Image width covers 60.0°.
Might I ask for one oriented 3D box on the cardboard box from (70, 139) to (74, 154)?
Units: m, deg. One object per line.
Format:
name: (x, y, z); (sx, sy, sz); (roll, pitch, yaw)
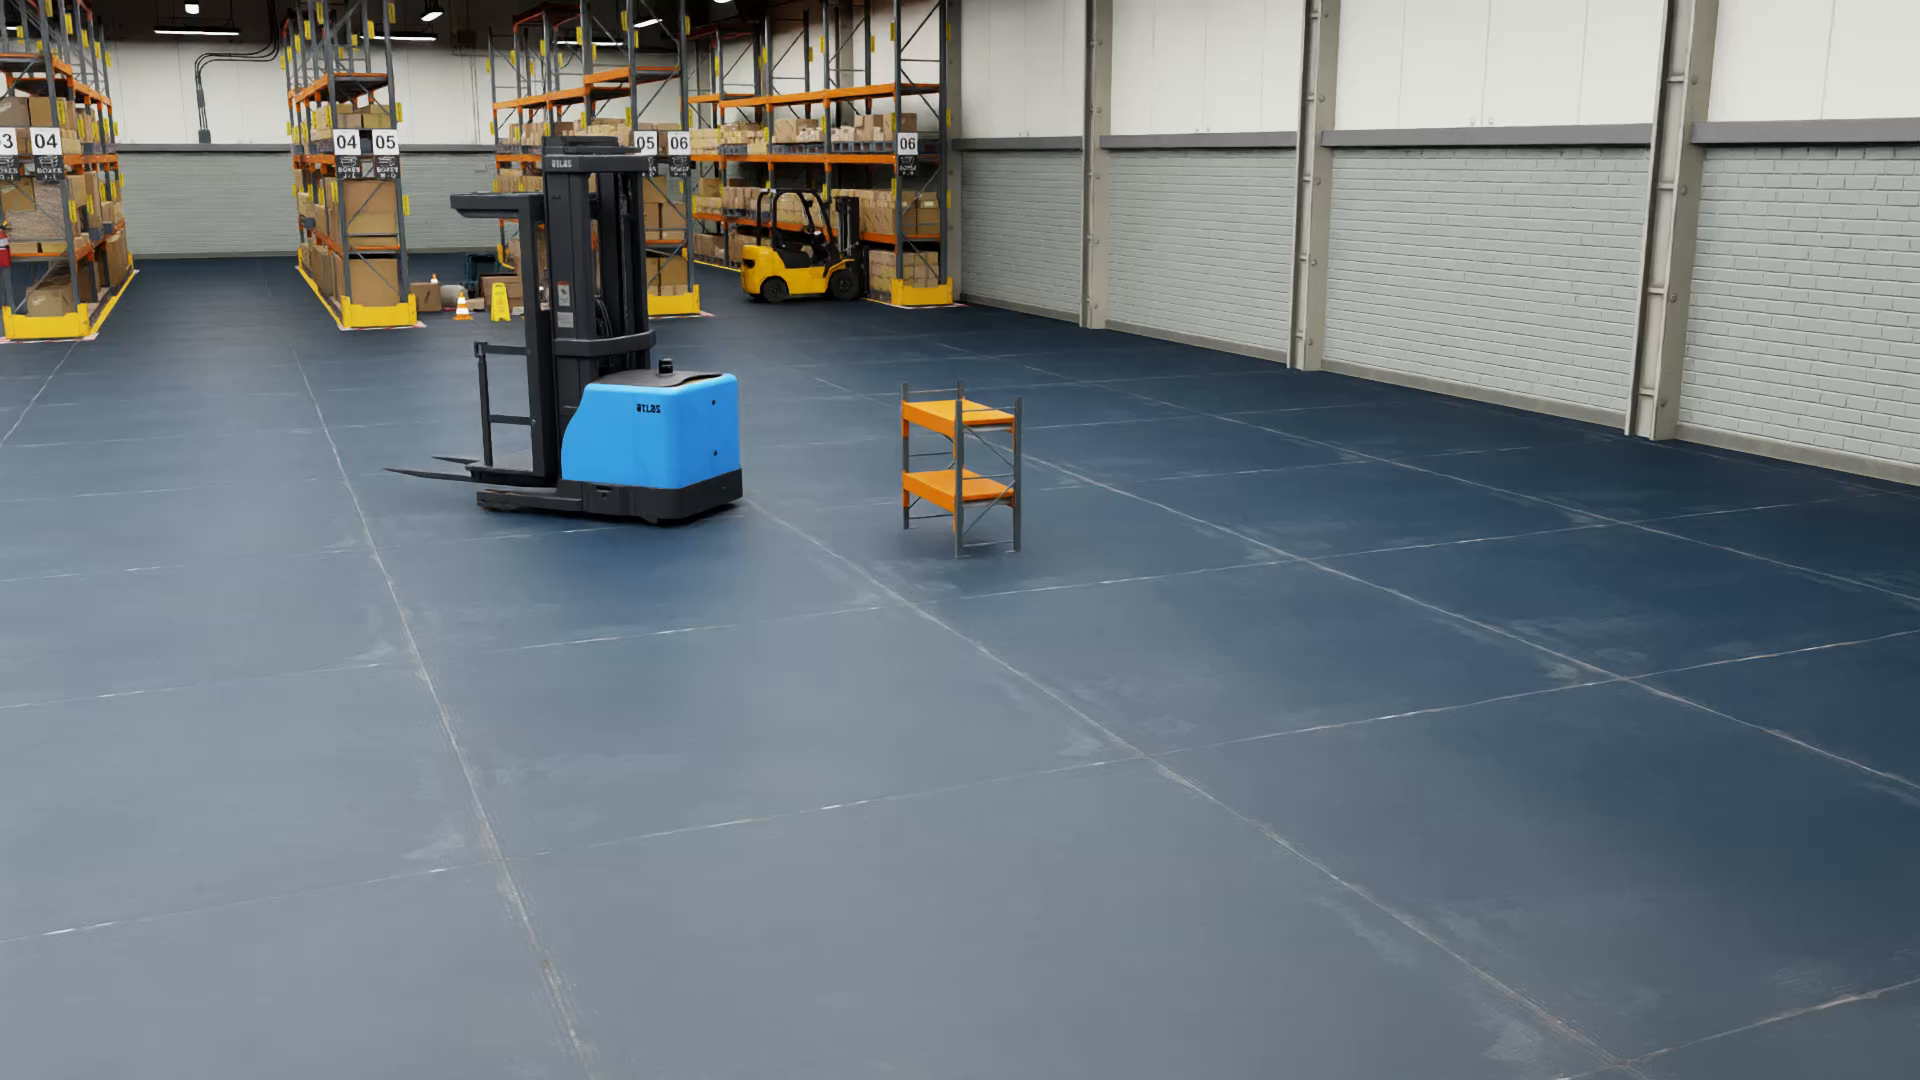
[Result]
cardboard box: (-14.941, -6.490, 27.438); (0.500, 0.250, 0.500); (-5, 14, -21)

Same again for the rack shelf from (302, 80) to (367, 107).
rack shelf: (-12.183, -8.707, 32.516); (1.077, 0.370, 4.000); (-6, 14, -23)

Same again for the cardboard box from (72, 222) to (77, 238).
cardboard box: (-15.220, -5.277, 27.635); (0.875, 0.500, 0.500); (-6, 14, -23)

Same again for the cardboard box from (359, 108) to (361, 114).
cardboard box: (-10.438, -7.590, 29.493); (0.380, 0.149, 0.250); (-6, 14, -24)

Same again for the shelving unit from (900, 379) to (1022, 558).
shelving unit: (-0.003, -0.549, 12.249); (0.538, 1.125, 1.048); (-6, 14, -23)

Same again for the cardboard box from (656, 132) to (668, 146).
cardboard box: (-5.241, -7.219, 29.930); (0.500, 0.250, 0.500); (-6, 14, -24)

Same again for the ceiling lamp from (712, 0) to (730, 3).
ceiling lamp: (-4.298, -12.373, 32.927); (0.800, 3.185, 2.000); (-6, 14, -23)

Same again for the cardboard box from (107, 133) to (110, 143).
cardboard box: (-20.516, -9.629, 39.296); (0.700, 0.500, 0.500); (-7, 15, -26)

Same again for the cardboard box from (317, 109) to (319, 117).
cardboard box: (-11.343, -7.686, 29.911); (0.380, 0.149, 0.250); (-6, 14, -23)

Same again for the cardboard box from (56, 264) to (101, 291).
cardboard box: (-17.048, -5.062, 32.158); (0.700, 0.500, 0.500); (-7, 15, -28)

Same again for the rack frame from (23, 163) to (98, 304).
rack frame: (-15.967, -5.489, 29.435); (1.000, 3.000, 0.127); (-6, 14, -23)

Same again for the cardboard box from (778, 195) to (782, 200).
cardboard box: (-3.976, -7.877, 38.092); (0.380, 0.149, 0.250); (-5, 14, -22)

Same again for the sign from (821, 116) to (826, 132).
sign: (-2.833, -8.649, 34.591); (0.100, 0.325, 0.005); (-6, 14, -23)

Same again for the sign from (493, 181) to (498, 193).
sign: (-12.204, -9.275, 43.697); (0.100, 0.325, 0.005); (-6, 14, -23)

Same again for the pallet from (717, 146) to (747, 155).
pallet: (-5.348, -9.715, 41.458); (1.213, 0.211, 1.003); (-6, 14, -23)

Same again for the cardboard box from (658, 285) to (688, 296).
cardboard box: (-5.354, -4.615, 30.823); (0.500, 0.250, 0.500); (-6, 14, -23)

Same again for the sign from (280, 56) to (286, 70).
sign: (-16.686, -11.763, 40.990); (0.100, 0.325, 0.005); (-6, 14, -23)

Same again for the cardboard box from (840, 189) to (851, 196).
cardboard box: (-2.280, -7.206, 34.533); (0.380, 0.149, 0.250); (-5, 14, -22)

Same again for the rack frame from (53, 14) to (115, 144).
rack frame: (-20.774, -10.891, 39.471); (1.000, 3.000, 0.127); (-6, 14, -23)

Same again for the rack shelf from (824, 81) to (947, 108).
rack shelf: (-1.539, -8.798, 32.907); (1.077, 0.370, 4.000); (-6, 14, -23)

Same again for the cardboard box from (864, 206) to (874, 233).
cardboard box: (-1.580, -6.348, 32.922); (0.500, 0.500, 0.500); (-6, 14, -24)

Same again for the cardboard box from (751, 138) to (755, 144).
cardboard box: (-4.796, -9.562, 39.829); (0.380, 0.149, 0.250); (-5, 14, -21)

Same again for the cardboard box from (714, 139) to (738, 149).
cardboard box: (-5.967, -10.097, 42.362); (0.500, 0.250, 0.500); (-6, 14, -23)

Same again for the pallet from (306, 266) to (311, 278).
pallet: (-14.888, -6.346, 39.322); (1.003, 0.211, 1.213); (-6, 14, -23)

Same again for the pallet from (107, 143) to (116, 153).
pallet: (-20.467, -9.234, 39.161); (1.003, 0.211, 1.213); (-6, 14, -23)

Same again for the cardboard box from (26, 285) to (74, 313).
cardboard box: (-14.870, -3.901, 27.183); (0.500, 0.500, 0.500); (-2, 13, -8)

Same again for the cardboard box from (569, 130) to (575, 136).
cardboard box: (-7.852, -8.410, 35.173); (0.797, 0.503, 0.637); (-6, 14, -23)

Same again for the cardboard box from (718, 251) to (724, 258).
cardboard box: (-6.037, -7.391, 43.041); (0.380, 0.149, 0.250); (-6, 14, -25)

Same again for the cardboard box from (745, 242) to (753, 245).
cardboard box: (-4.937, -7.032, 40.715); (0.500, 0.500, 0.500); (-6, 14, -25)

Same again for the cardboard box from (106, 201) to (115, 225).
cardboard box: (-18.734, -7.119, 36.254); (0.500, 0.500, 0.500); (-6, 14, -23)

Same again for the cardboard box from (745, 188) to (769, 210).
cardboard box: (-4.766, -8.235, 40.140); (0.797, 0.503, 0.637); (-6, 14, -24)

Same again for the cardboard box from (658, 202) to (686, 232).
cardboard box: (-5.220, -5.875, 30.218); (0.500, 0.500, 0.500); (-6, 14, -24)

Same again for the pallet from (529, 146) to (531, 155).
pallet: (-9.679, -9.220, 39.328); (0.805, 0.209, 1.217); (-6, 14, -25)

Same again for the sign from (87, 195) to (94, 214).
sign: (-15.473, -5.962, 29.556); (0.100, 0.325, 0.005); (-6, 14, -23)

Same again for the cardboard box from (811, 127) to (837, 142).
cardboard box: (-2.853, -8.632, 35.407); (0.500, 0.311, 0.500); (-6, 14, -25)

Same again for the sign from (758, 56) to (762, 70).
sign: (-5.038, -11.993, 41.806); (0.100, 0.325, 0.005); (-6, 14, -23)

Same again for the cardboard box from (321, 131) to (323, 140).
cardboard box: (-11.138, -7.193, 29.547); (0.380, 0.149, 0.250); (-6, 14, -24)

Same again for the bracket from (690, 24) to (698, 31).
bracket: (-7.560, -14.510, 47.122); (0.235, 0.232, 0.430); (-6, 14, -23)

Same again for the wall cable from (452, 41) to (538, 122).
wall cable: (-13.540, -13.003, 48.597); (2.355, 3.000, 0.029); (-6, 14, -23)

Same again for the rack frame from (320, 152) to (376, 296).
rack frame: (-11.381, -5.916, 31.280); (1.000, 3.000, 0.127); (-6, 14, -23)

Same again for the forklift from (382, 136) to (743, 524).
forklift: (-3.340, -1.749, 13.426); (3.031, 2.935, 1.130); (5, 14, 22)

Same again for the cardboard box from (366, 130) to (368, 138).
cardboard box: (-10.028, -6.991, 28.674); (0.380, 0.149, 0.250); (-6, 14, -23)

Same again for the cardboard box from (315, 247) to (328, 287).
cardboard box: (-12.469, -5.537, 33.700); (1.050, 0.750, 0.750); (-5, 14, -22)

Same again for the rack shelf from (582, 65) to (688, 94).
rack shelf: (-6.085, -8.542, 30.922); (1.077, 0.370, 4.000); (-6, 14, -23)

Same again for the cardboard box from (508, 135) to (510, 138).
cardboard box: (-11.431, -10.420, 43.268); (0.500, 0.250, 0.500); (-7, 15, -28)

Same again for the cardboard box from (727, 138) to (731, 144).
cardboard box: (-5.503, -9.821, 40.902); (0.380, 0.149, 0.250); (-5, 14, -22)

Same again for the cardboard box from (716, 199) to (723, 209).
cardboard box: (-5.972, -8.641, 42.727); (0.500, 0.250, 0.500); (-5, 14, -22)

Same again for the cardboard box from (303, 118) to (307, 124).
cardboard box: (-13.918, -8.950, 35.815); (0.396, 0.266, 0.258); (-6, 14, -23)

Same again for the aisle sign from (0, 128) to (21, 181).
aisle sign: (-14.614, -5.889, 25.399); (0.394, 0.787, 0.004); (-6, 14, -23)

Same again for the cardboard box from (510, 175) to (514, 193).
cardboard box: (-10.941, -8.855, 41.540); (0.500, 0.500, 0.500); (-5, 14, -22)
